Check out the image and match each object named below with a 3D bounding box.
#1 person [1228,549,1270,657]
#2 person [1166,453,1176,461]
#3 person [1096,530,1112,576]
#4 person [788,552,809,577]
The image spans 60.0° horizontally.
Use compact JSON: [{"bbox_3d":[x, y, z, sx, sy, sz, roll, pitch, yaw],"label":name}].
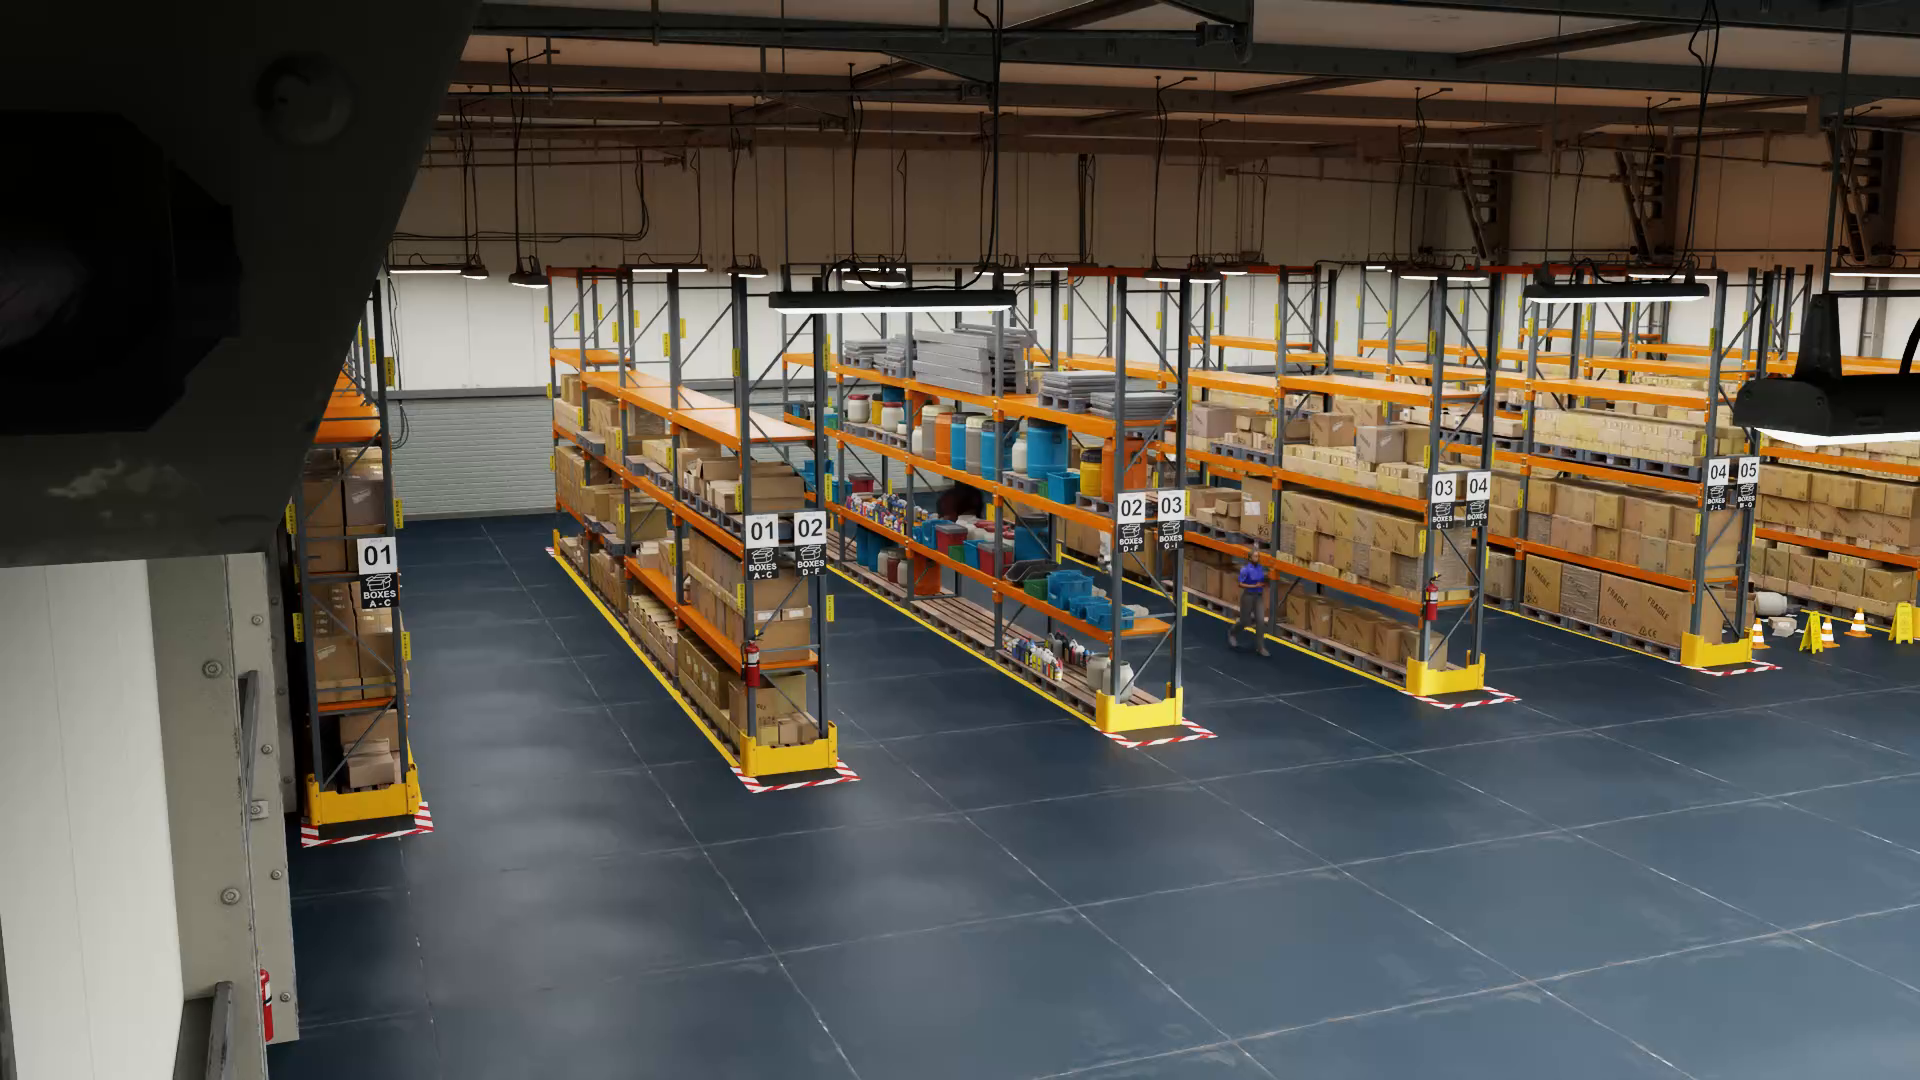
[{"bbox_3d":[4.596,0.958,26.283,0.609,1.638,0.906,-6,12,-31],"label":"person"},{"bbox_3d":[5.296,-1.704,41.510,0.553,1.728,0.739,-5,11,-26],"label":"person"},{"bbox_3d":[2.778,-0.248,31.086,0.658,1.815,0.915,-5,11,-28],"label":"person"},{"bbox_3d":[-2.887,0.148,29.867,0.659,1.765,0.587,-6,11,-30],"label":"person"}]
